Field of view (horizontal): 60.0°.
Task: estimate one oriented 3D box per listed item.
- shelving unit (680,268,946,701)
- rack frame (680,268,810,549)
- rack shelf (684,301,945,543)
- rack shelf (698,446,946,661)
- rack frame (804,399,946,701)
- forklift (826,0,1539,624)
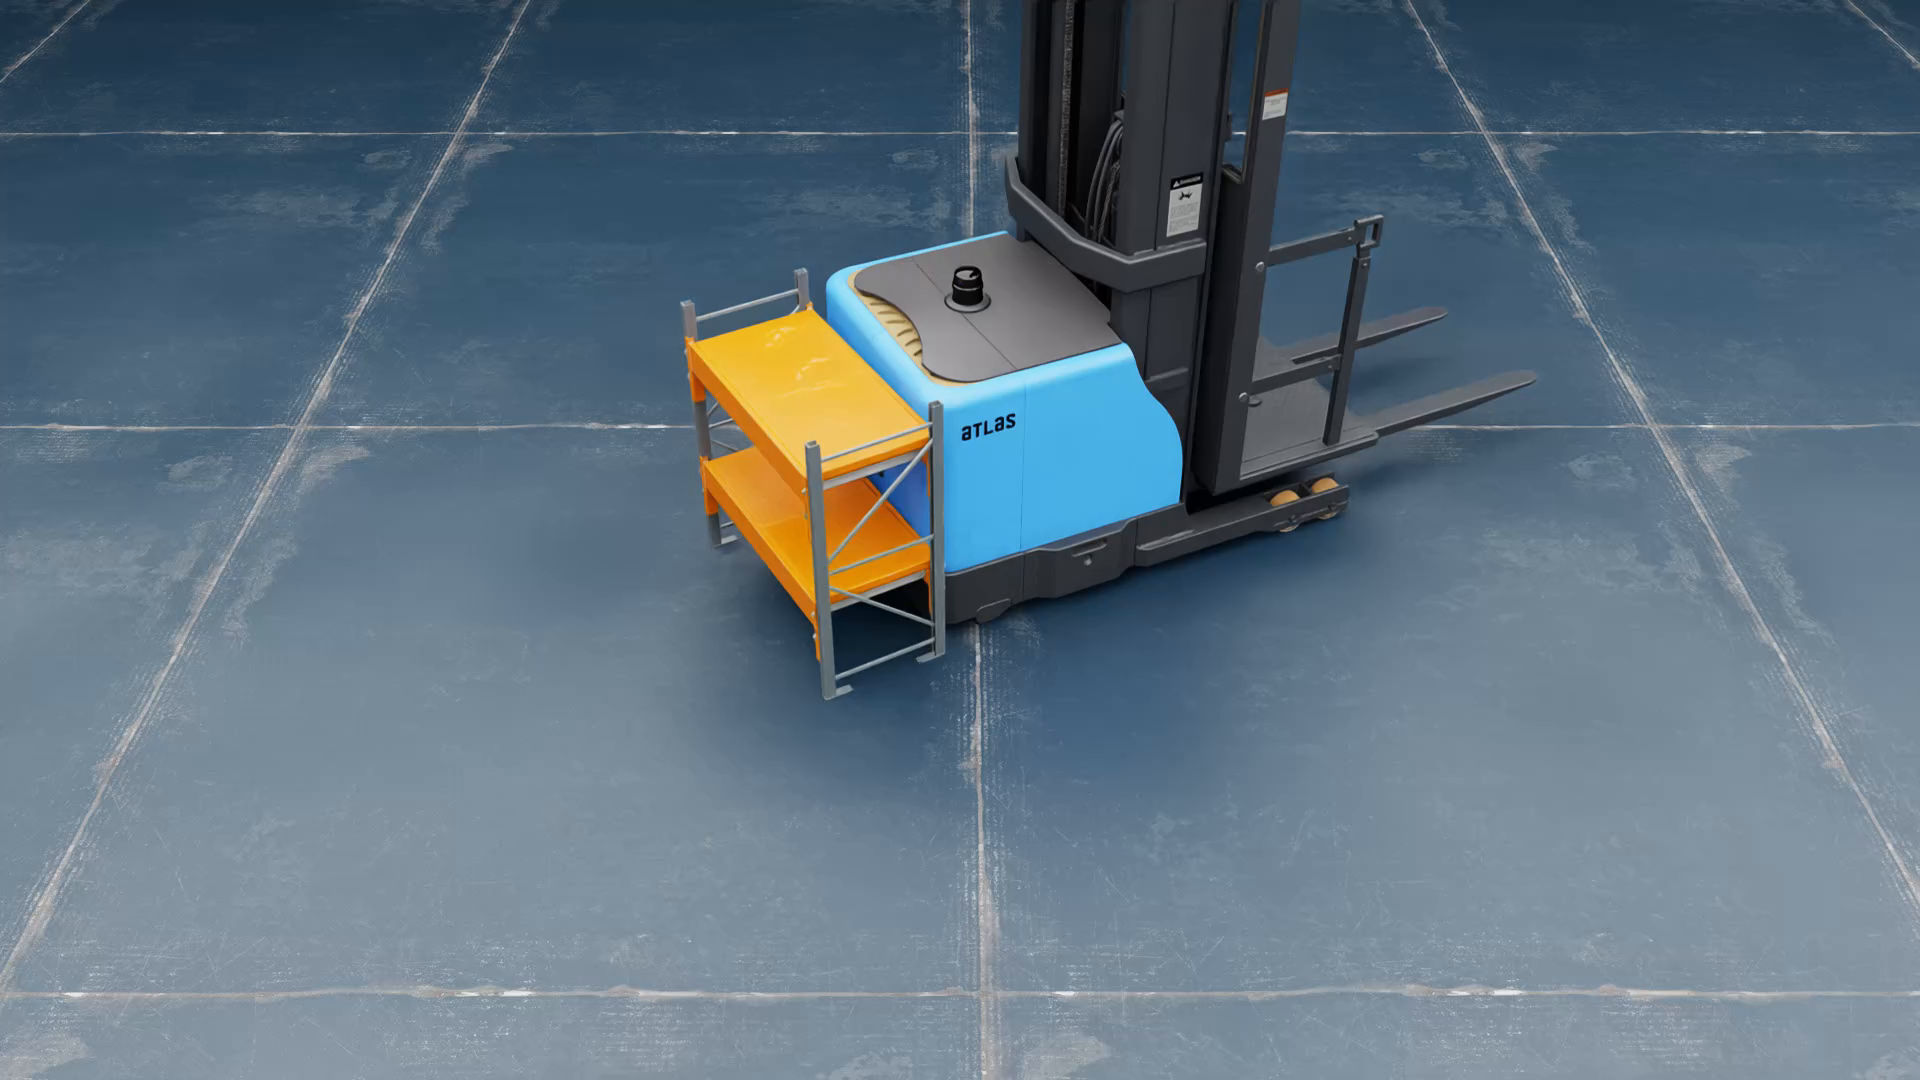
[{"bbox_3d":[-0.534,-0.217,6.121,0.538,1.125,1.048,-20,43,-23],"label":"shelving unit"},{"bbox_3d":[-0.791,-0.491,6.464,0.500,1.125,0.032,-20,43,-23],"label":"rack frame"},{"bbox_3d":[-0.534,-0.445,5.938,0.538,0.278,1.000,-20,43,-23],"label":"rack shelf"},{"bbox_3d":[-0.534,-0.026,6.274,0.538,0.278,1.000,-20,43,-23],"label":"rack shelf"},{"bbox_3d":[-0.278,0.057,5.779,0.500,1.125,0.032,-20,43,-23],"label":"rack frame"},{"bbox_3d":[1.032,-1.458,6.225,3.031,2.935,1.130,-17,42,-20],"label":"forklift"}]
